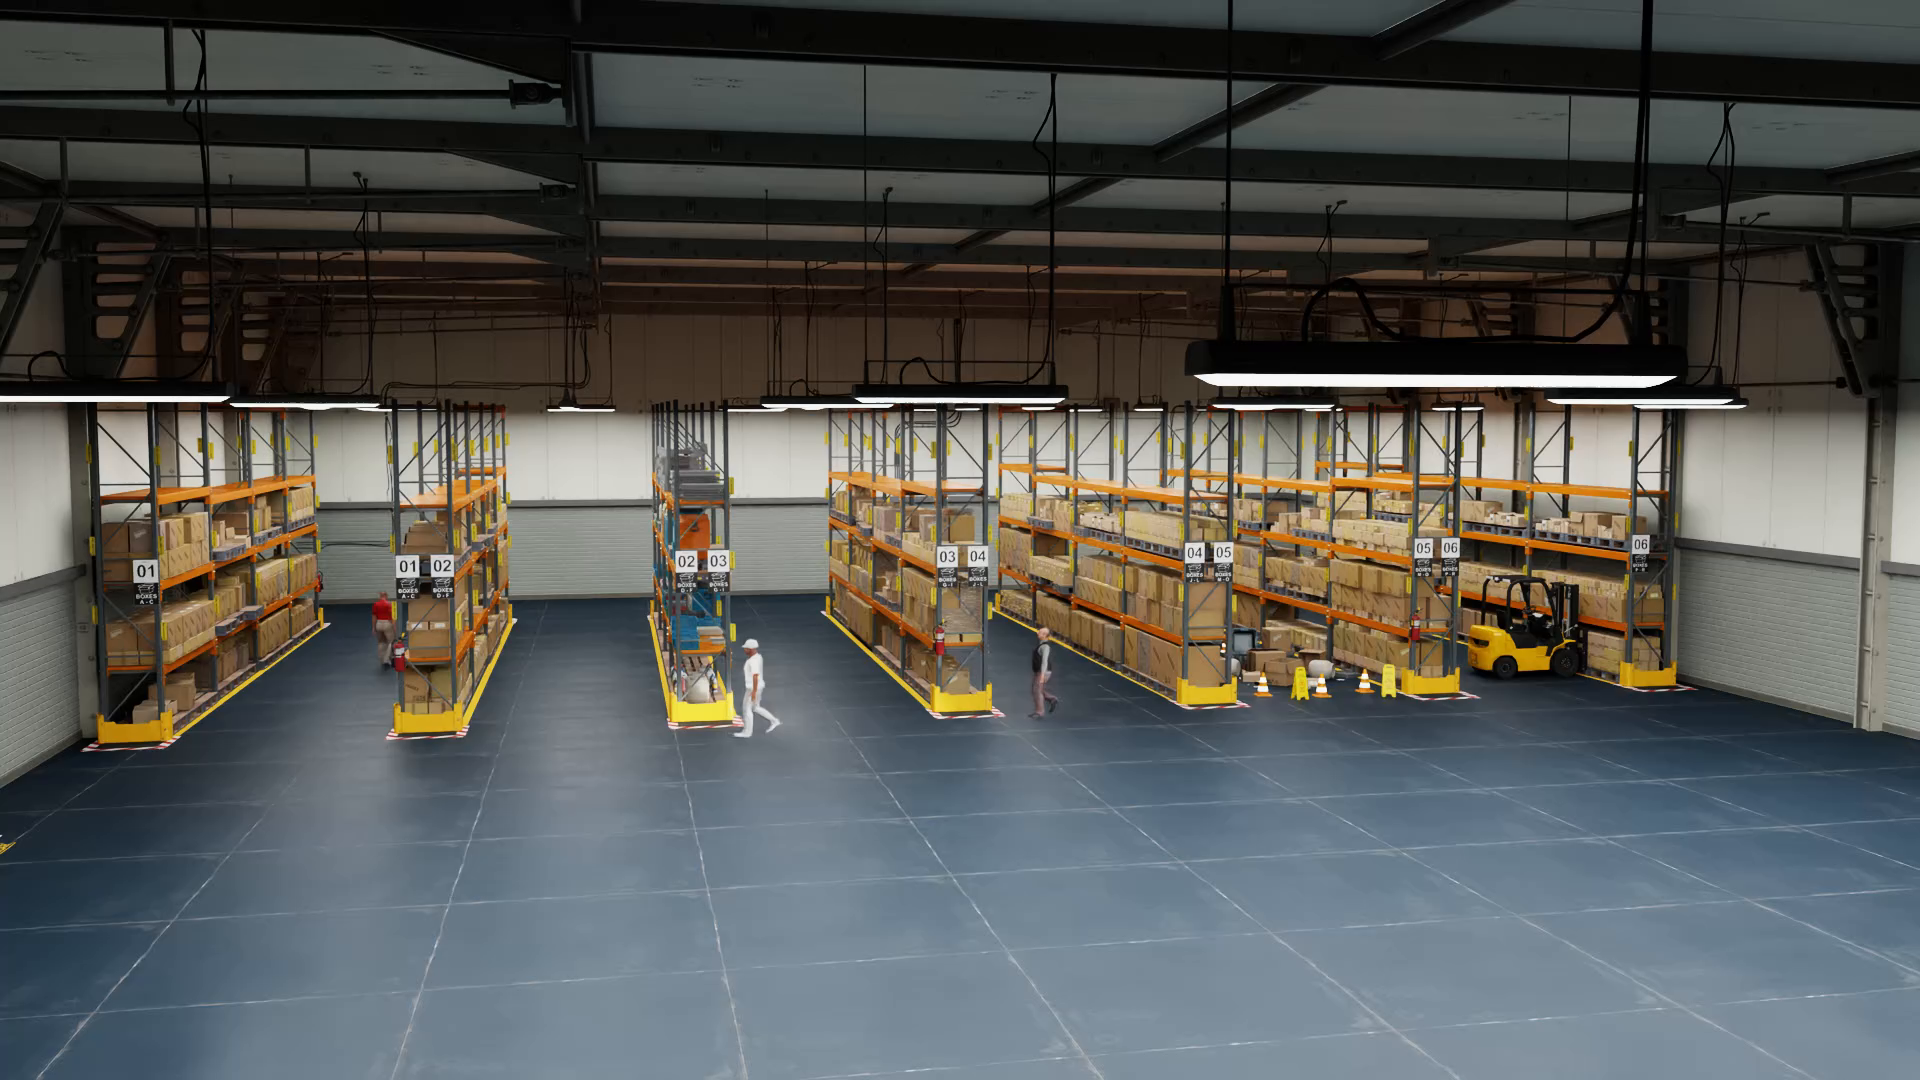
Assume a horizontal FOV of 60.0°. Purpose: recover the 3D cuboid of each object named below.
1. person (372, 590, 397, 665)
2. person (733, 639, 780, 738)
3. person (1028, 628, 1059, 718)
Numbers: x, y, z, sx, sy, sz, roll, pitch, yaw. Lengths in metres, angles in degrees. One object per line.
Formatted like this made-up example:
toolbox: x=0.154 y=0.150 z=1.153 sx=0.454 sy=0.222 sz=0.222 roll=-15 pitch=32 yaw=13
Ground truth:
person: x=-13.132 y=2.008 z=37.929 sx=0.576 sy=1.723 sz=0.533 roll=1 pitch=4 yaw=12
person: x=-3.613 y=2.628 z=29.559 sx=0.809 sy=1.751 sz=0.653 roll=0 pitch=4 yaw=2
person: x=1.587 y=2.499 z=31.314 sx=0.664 sy=1.703 sz=0.544 roll=-1 pitch=4 yaw=-14
